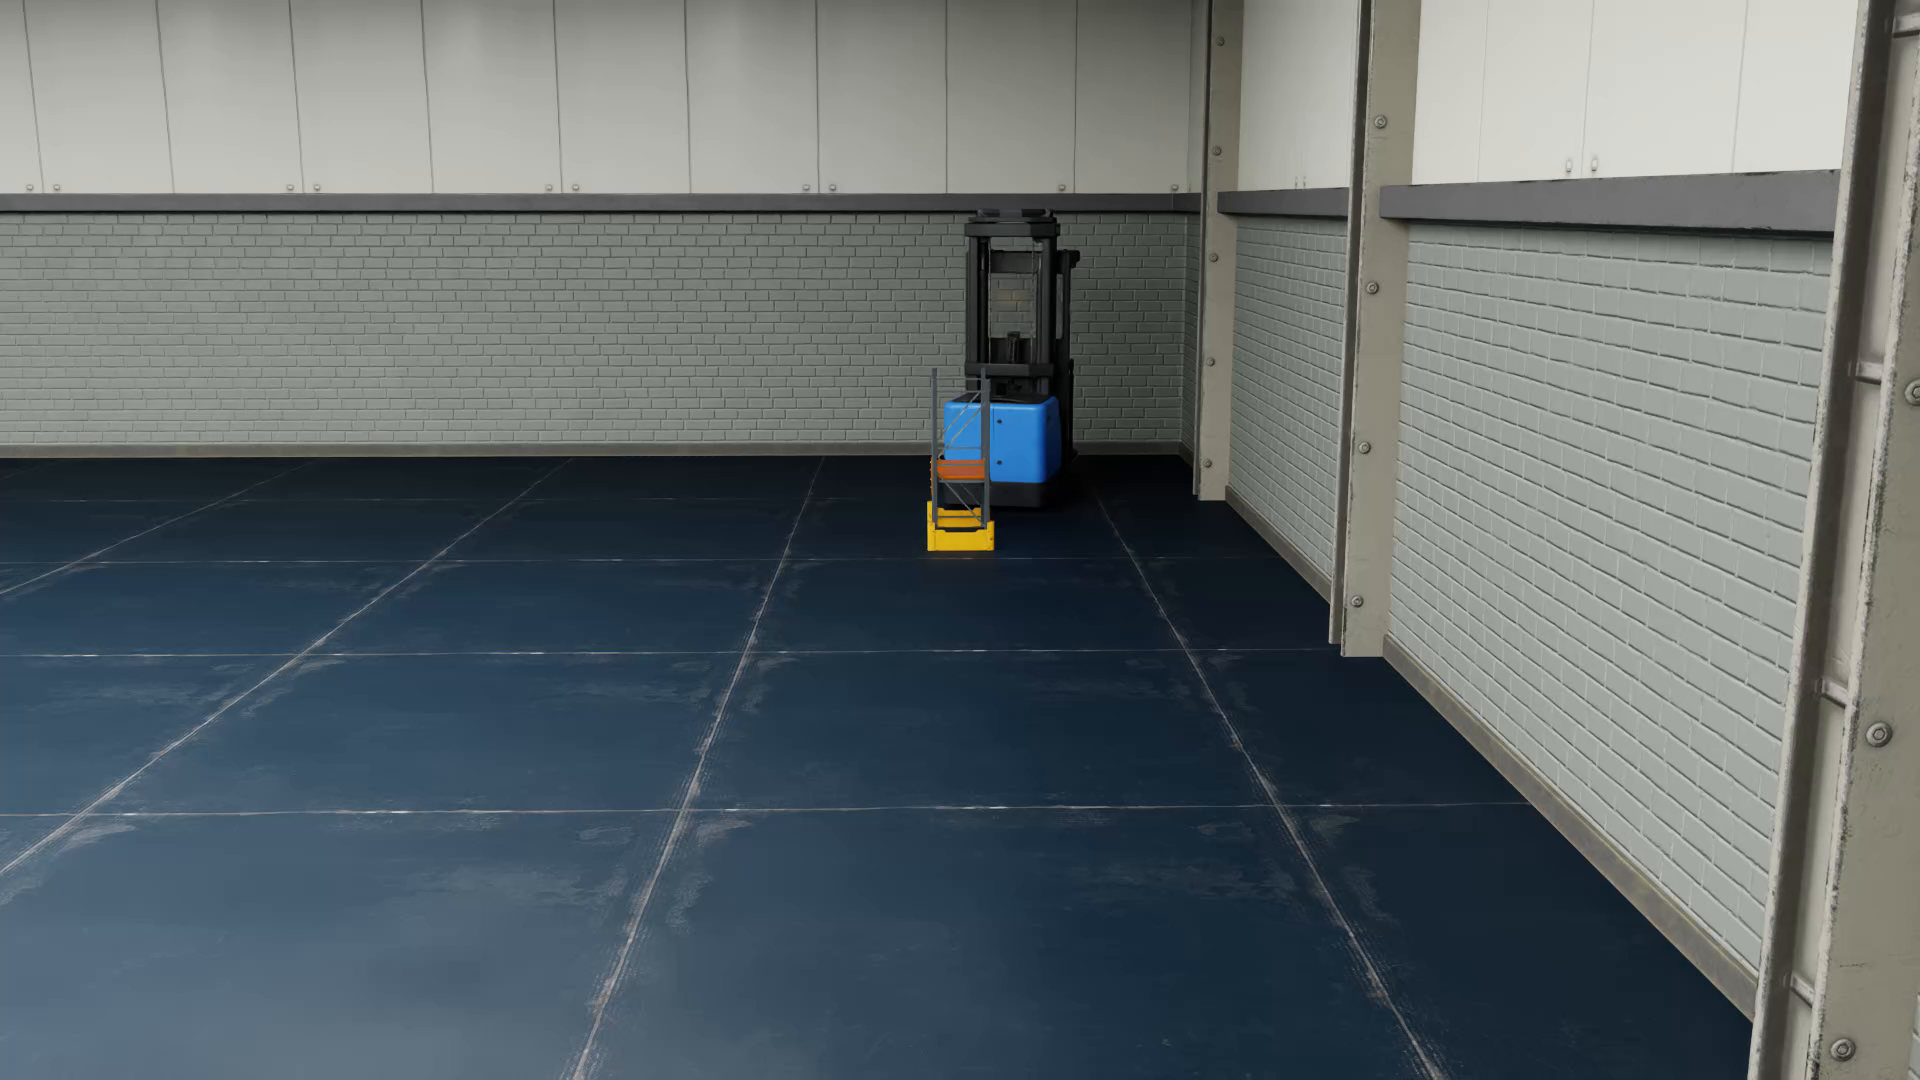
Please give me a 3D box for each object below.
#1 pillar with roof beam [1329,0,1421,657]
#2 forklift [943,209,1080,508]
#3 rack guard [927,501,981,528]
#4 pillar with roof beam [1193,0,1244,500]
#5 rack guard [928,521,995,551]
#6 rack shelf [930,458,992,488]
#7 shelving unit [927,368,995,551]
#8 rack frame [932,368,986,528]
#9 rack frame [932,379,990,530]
[{"bbox_3d":[-1.580,-3.647,10.405,9.100,9.000,0.400,0,11,-1],"label":"pillar with roof beam"},{"bbox_3d":[0.650,-1.998,17.535,1.130,2.935,3.031,3,12,12],"label":"forklift"},{"bbox_3d":[-0.012,-0.237,15.597,0.587,0.250,0.087,0,11,-1],"label":"rack guard"},{"bbox_3d":[-1.704,-4.840,16.284,9.100,9.000,0.400,0,11,-1],"label":"pillar with roof beam"},{"bbox_3d":[0.009,-0.039,14.621,0.587,0.250,0.087,0,11,-1],"label":"rack guard"},{"bbox_3d":[-0.002,-0.576,15.029,0.538,0.185,1.000,0,11,-1],"label":"rack shelf"},{"bbox_3d":[-0.002,-0.750,14.985,0.587,1.500,1.083,0,11,-1],"label":"shelving unit"},{"bbox_3d":[-0.012,-0.853,15.492,0.500,1.500,0.032,0,11,-1],"label":"rack frame"},{"bbox_3d":[0.009,-0.651,14.495,0.500,1.500,0.032,0,11,-1],"label":"rack frame"}]
